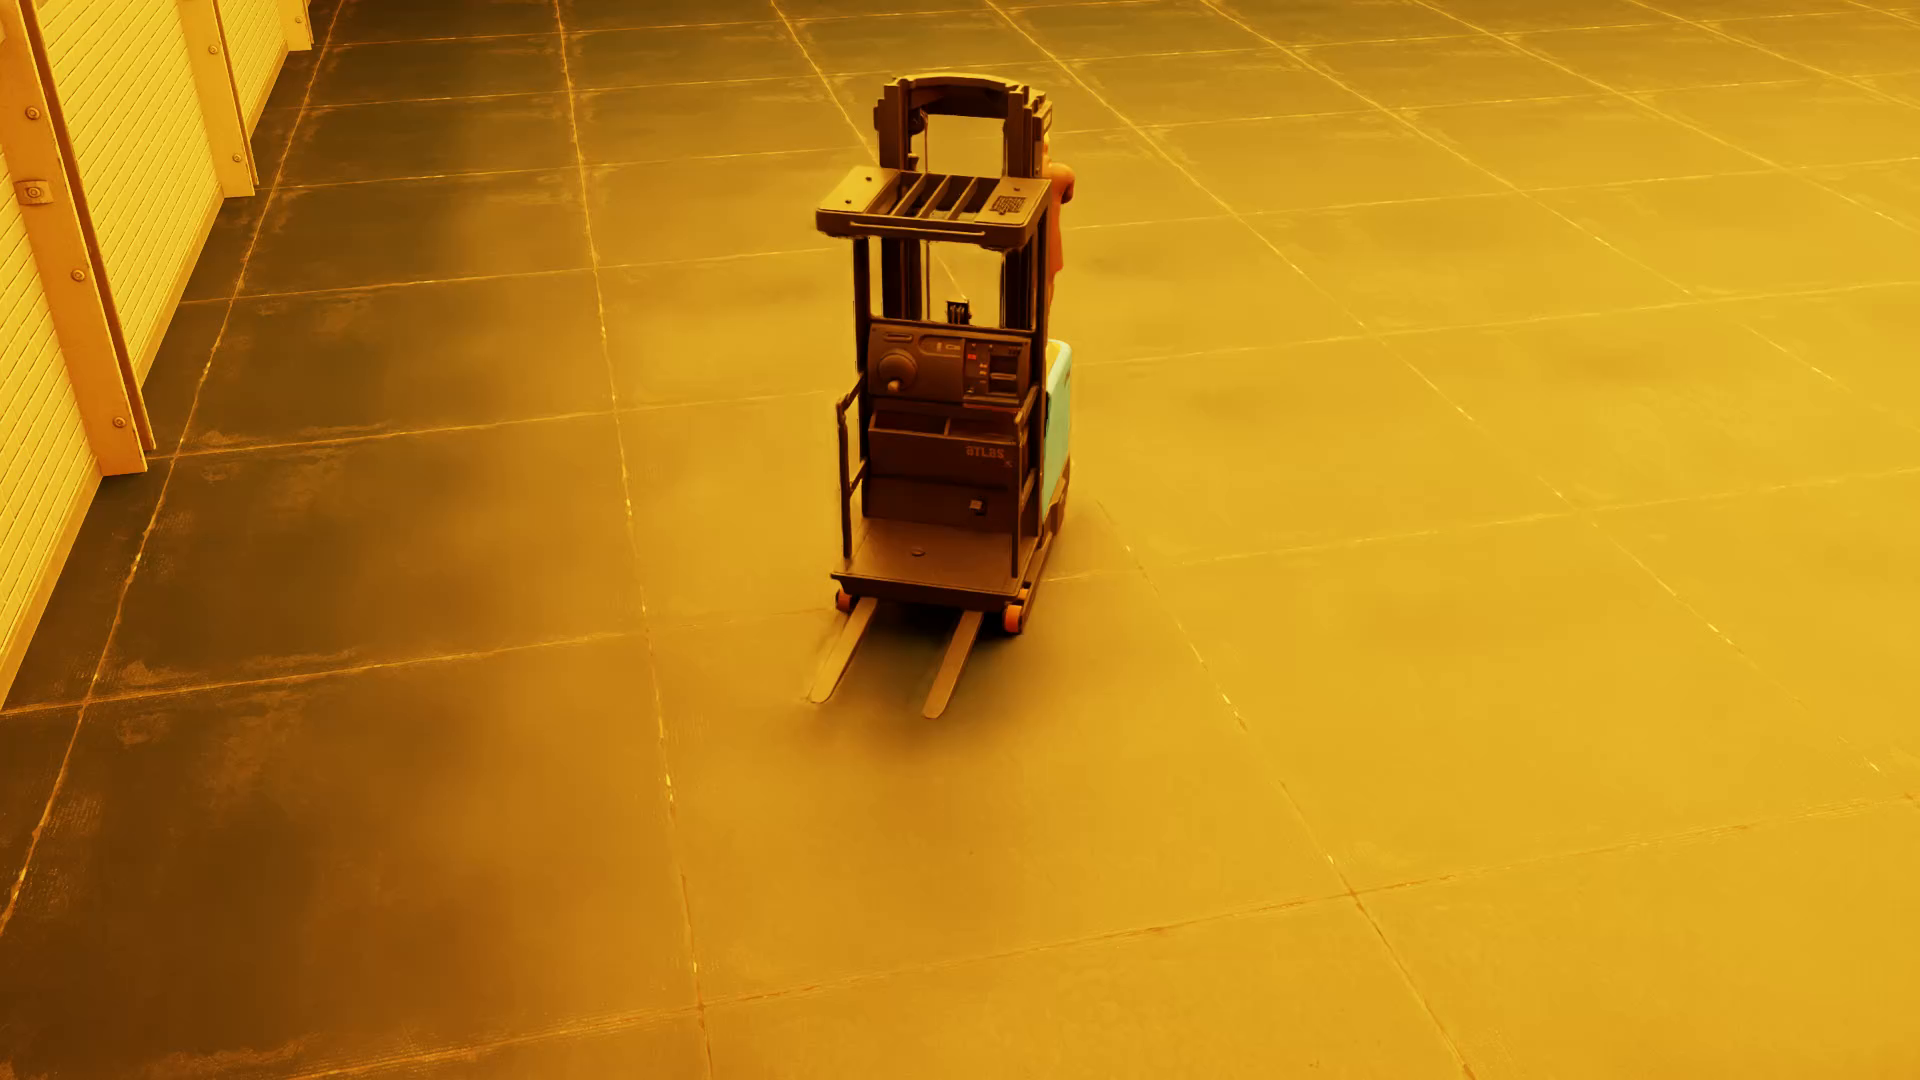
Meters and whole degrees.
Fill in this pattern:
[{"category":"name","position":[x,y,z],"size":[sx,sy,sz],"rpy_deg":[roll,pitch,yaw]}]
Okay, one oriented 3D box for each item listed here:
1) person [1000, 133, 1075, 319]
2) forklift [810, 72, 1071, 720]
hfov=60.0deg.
[{"category":"person","position":[0.575,-2.360,12.910],"size":[0.609,1.716,1.022],"rpy_deg":[2,30,3]},{"category":"forklift","position":[-0.110,-0.939,9.197],"size":[1.130,2.935,3.031],"rpy_deg":[7,31,11]}]
